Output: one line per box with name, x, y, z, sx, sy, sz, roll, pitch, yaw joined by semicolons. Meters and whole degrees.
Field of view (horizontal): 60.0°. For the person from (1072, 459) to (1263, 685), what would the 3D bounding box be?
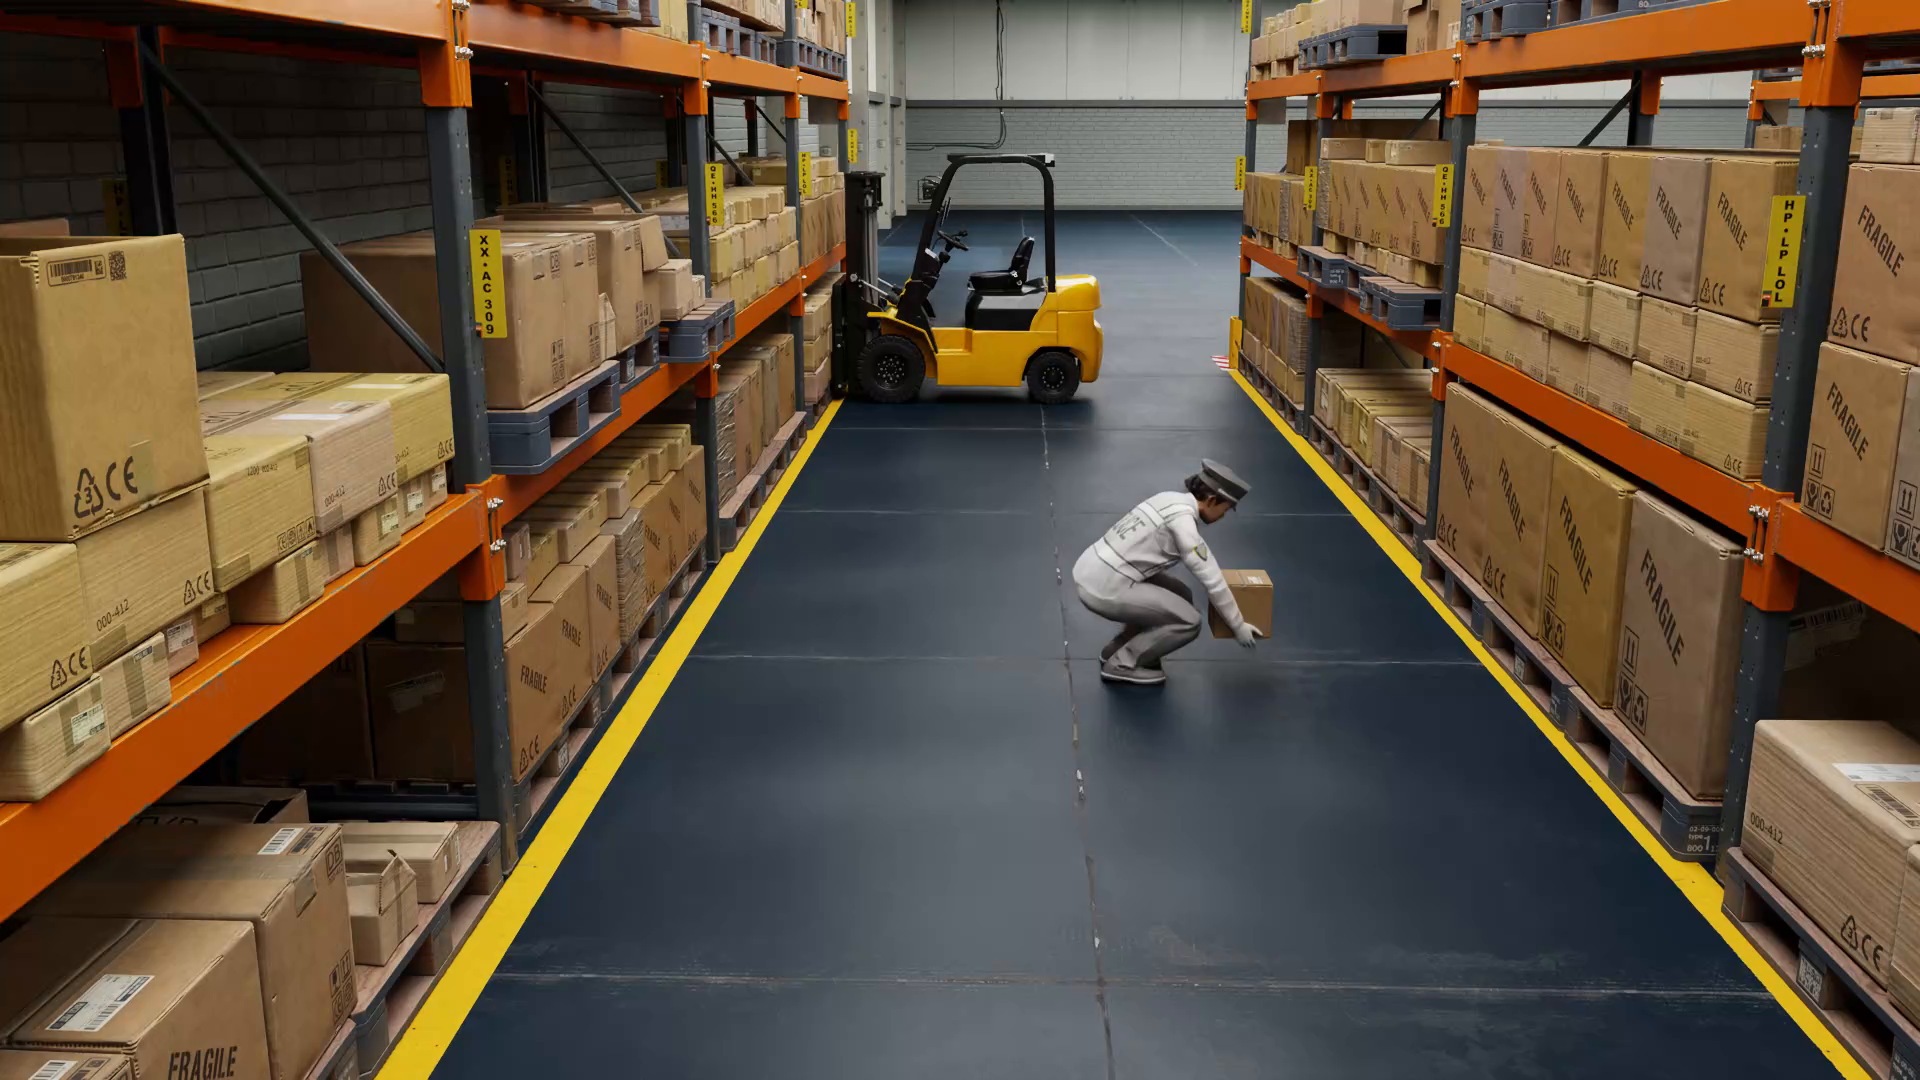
person;0.922;0.134;7.415;0.840;0.978;0.469;0;14;1
